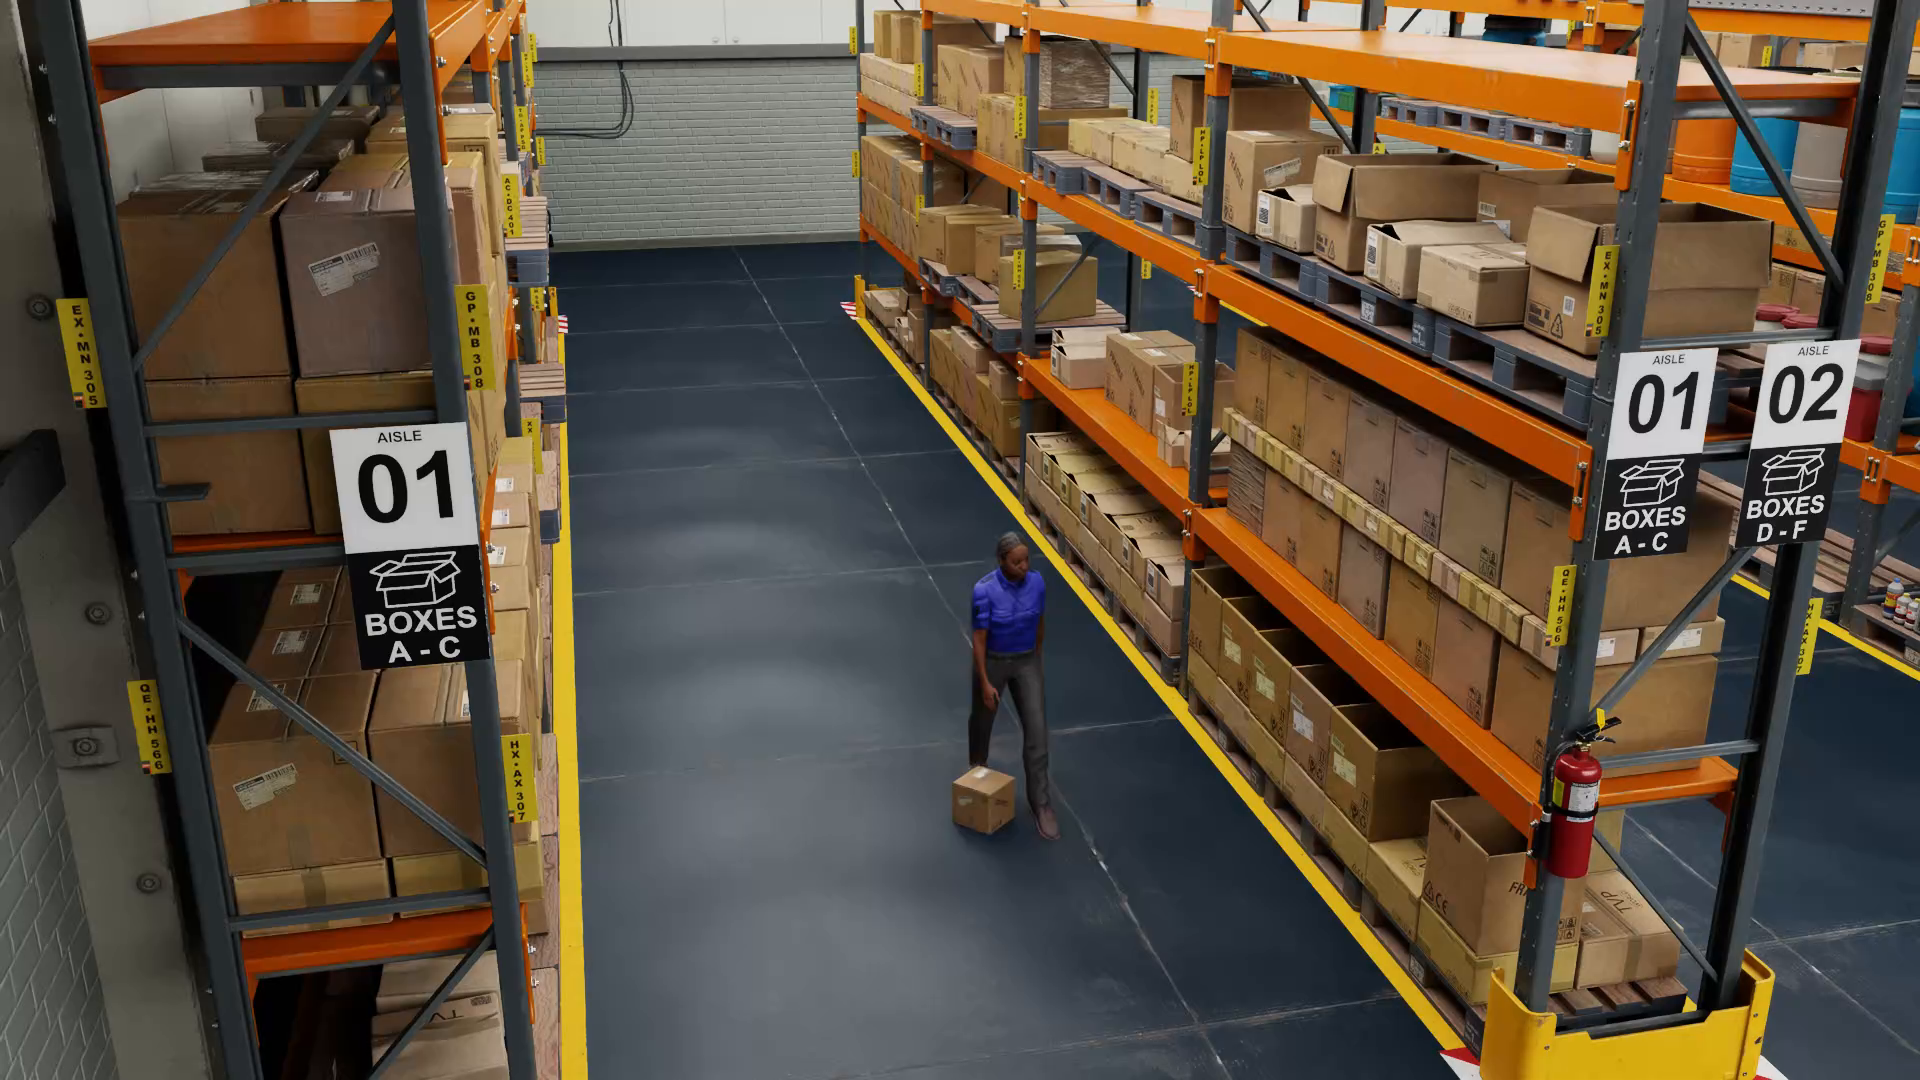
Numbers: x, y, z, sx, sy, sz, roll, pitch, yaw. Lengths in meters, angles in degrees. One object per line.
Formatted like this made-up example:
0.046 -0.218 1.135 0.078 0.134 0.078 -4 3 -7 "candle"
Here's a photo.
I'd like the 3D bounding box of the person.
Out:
0.274 0.723 9.100 0.468 1.652 0.908 -6 21 -16 "person"
